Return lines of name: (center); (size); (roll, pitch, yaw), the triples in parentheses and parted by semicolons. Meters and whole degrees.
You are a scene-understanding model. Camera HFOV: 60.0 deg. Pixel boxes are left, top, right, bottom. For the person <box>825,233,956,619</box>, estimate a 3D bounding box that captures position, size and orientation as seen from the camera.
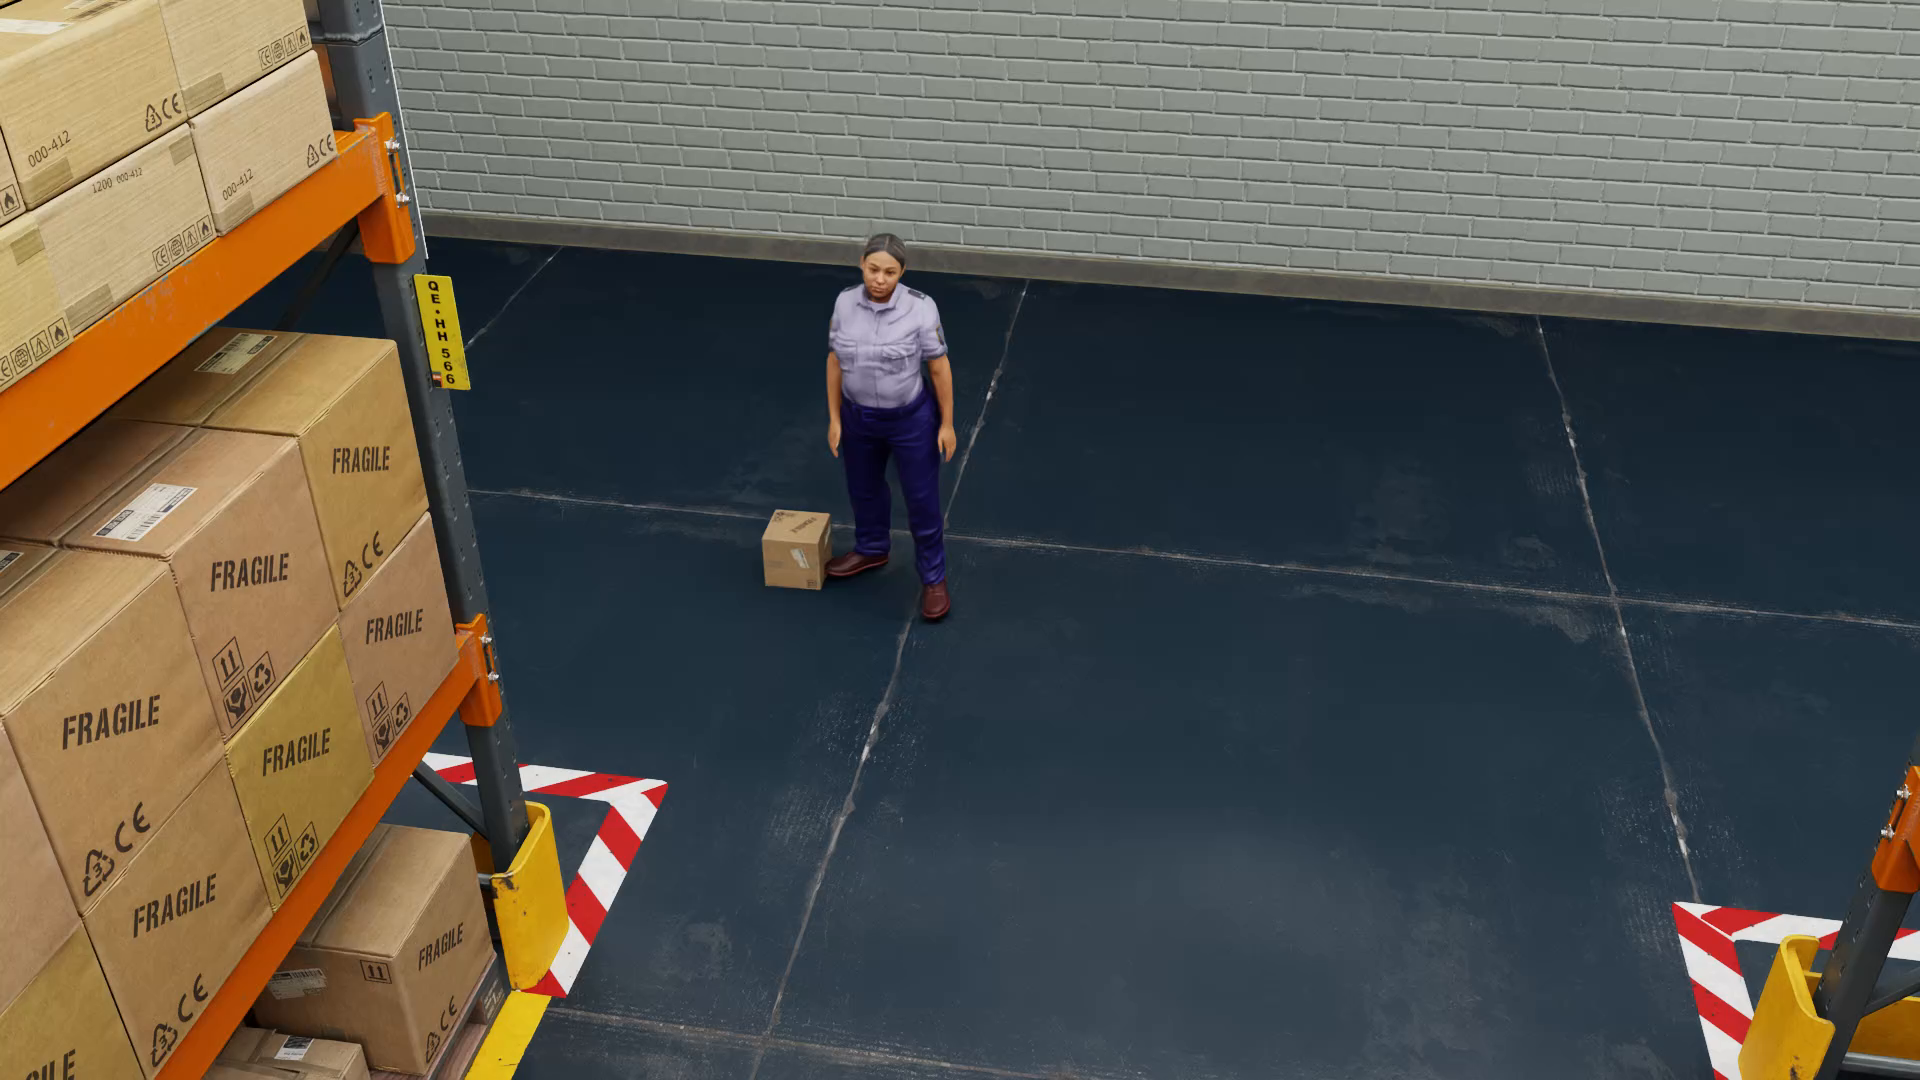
person: (-0.308, -0.489, 6.886); (0.635, 1.648, 0.380); (12, 34, 18)
